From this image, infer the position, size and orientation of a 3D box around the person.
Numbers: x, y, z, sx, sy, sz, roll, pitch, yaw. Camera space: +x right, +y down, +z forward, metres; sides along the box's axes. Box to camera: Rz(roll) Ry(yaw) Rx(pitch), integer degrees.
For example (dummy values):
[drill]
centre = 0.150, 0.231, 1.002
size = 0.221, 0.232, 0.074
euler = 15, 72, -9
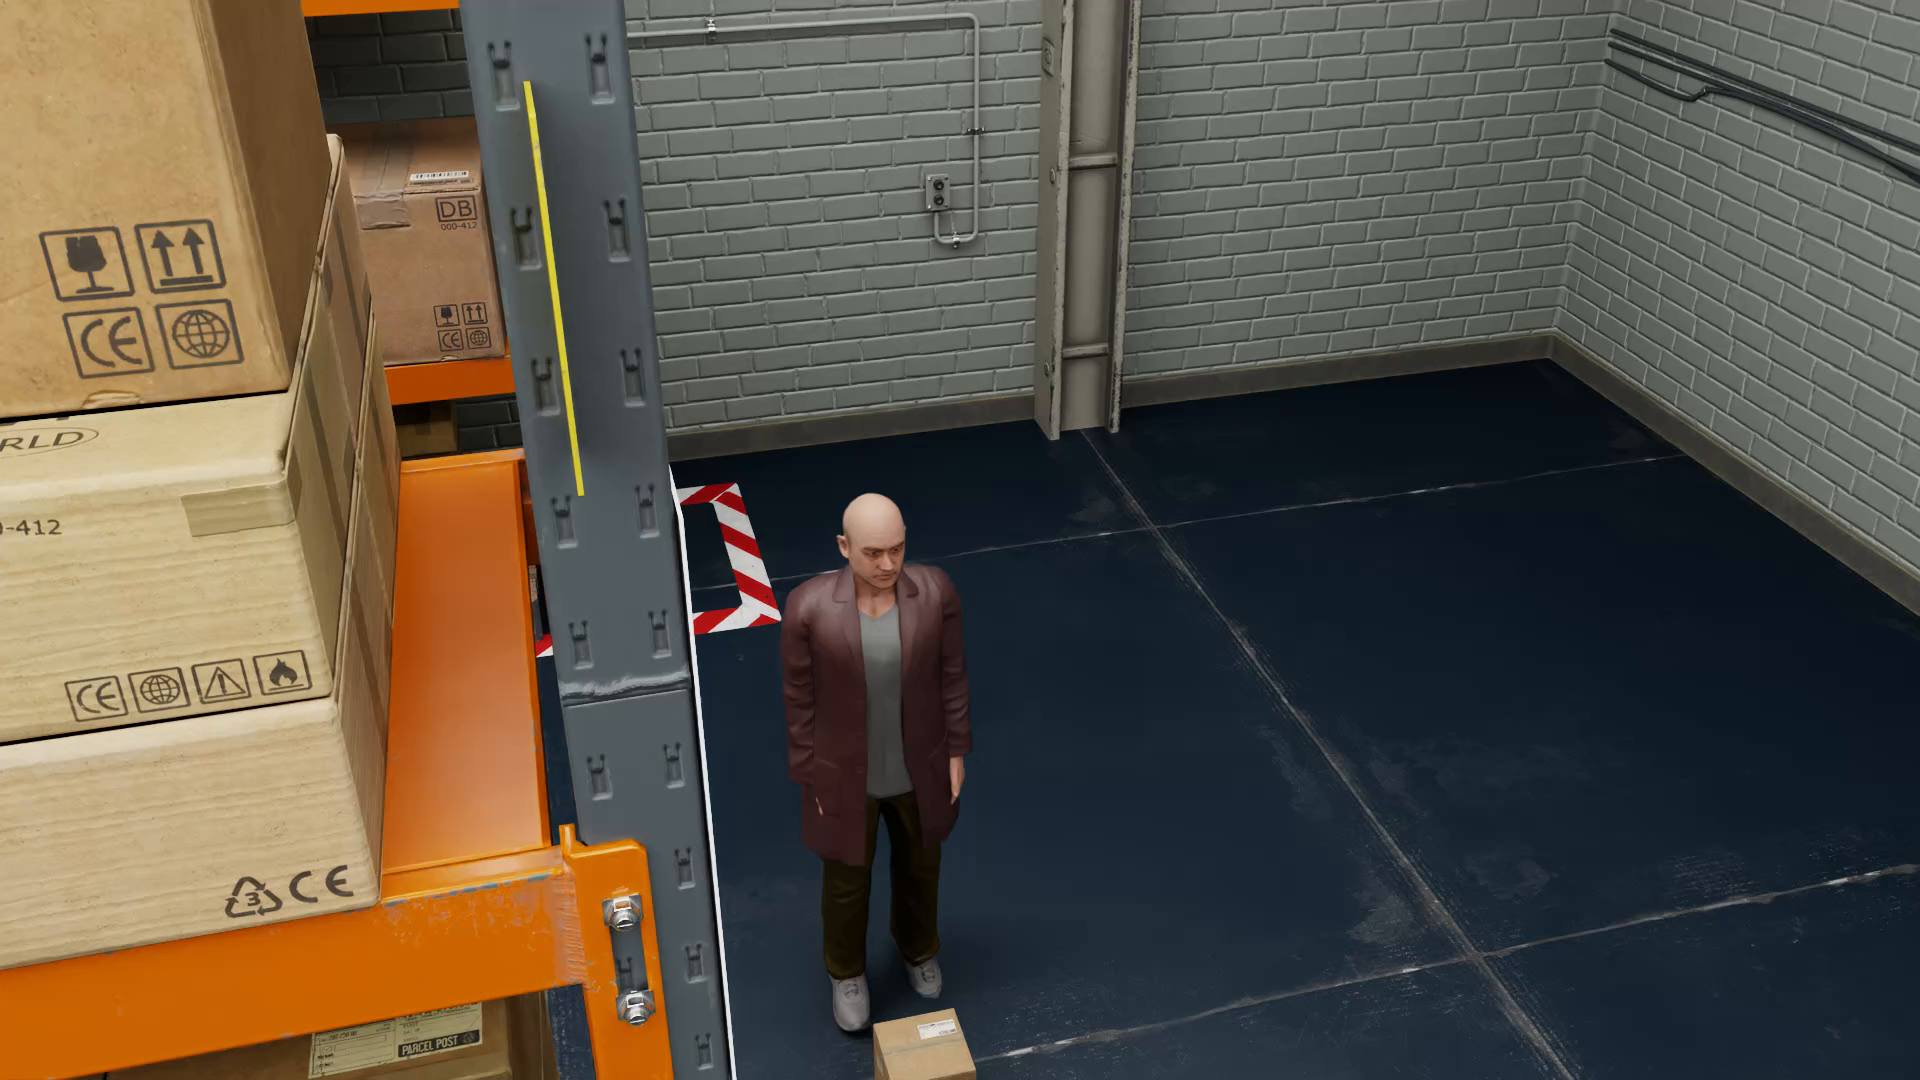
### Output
[person]
centre = -0.234, 0.697, 4.991
size = 0.564, 1.835, 0.443
euler = -7, 31, -12
